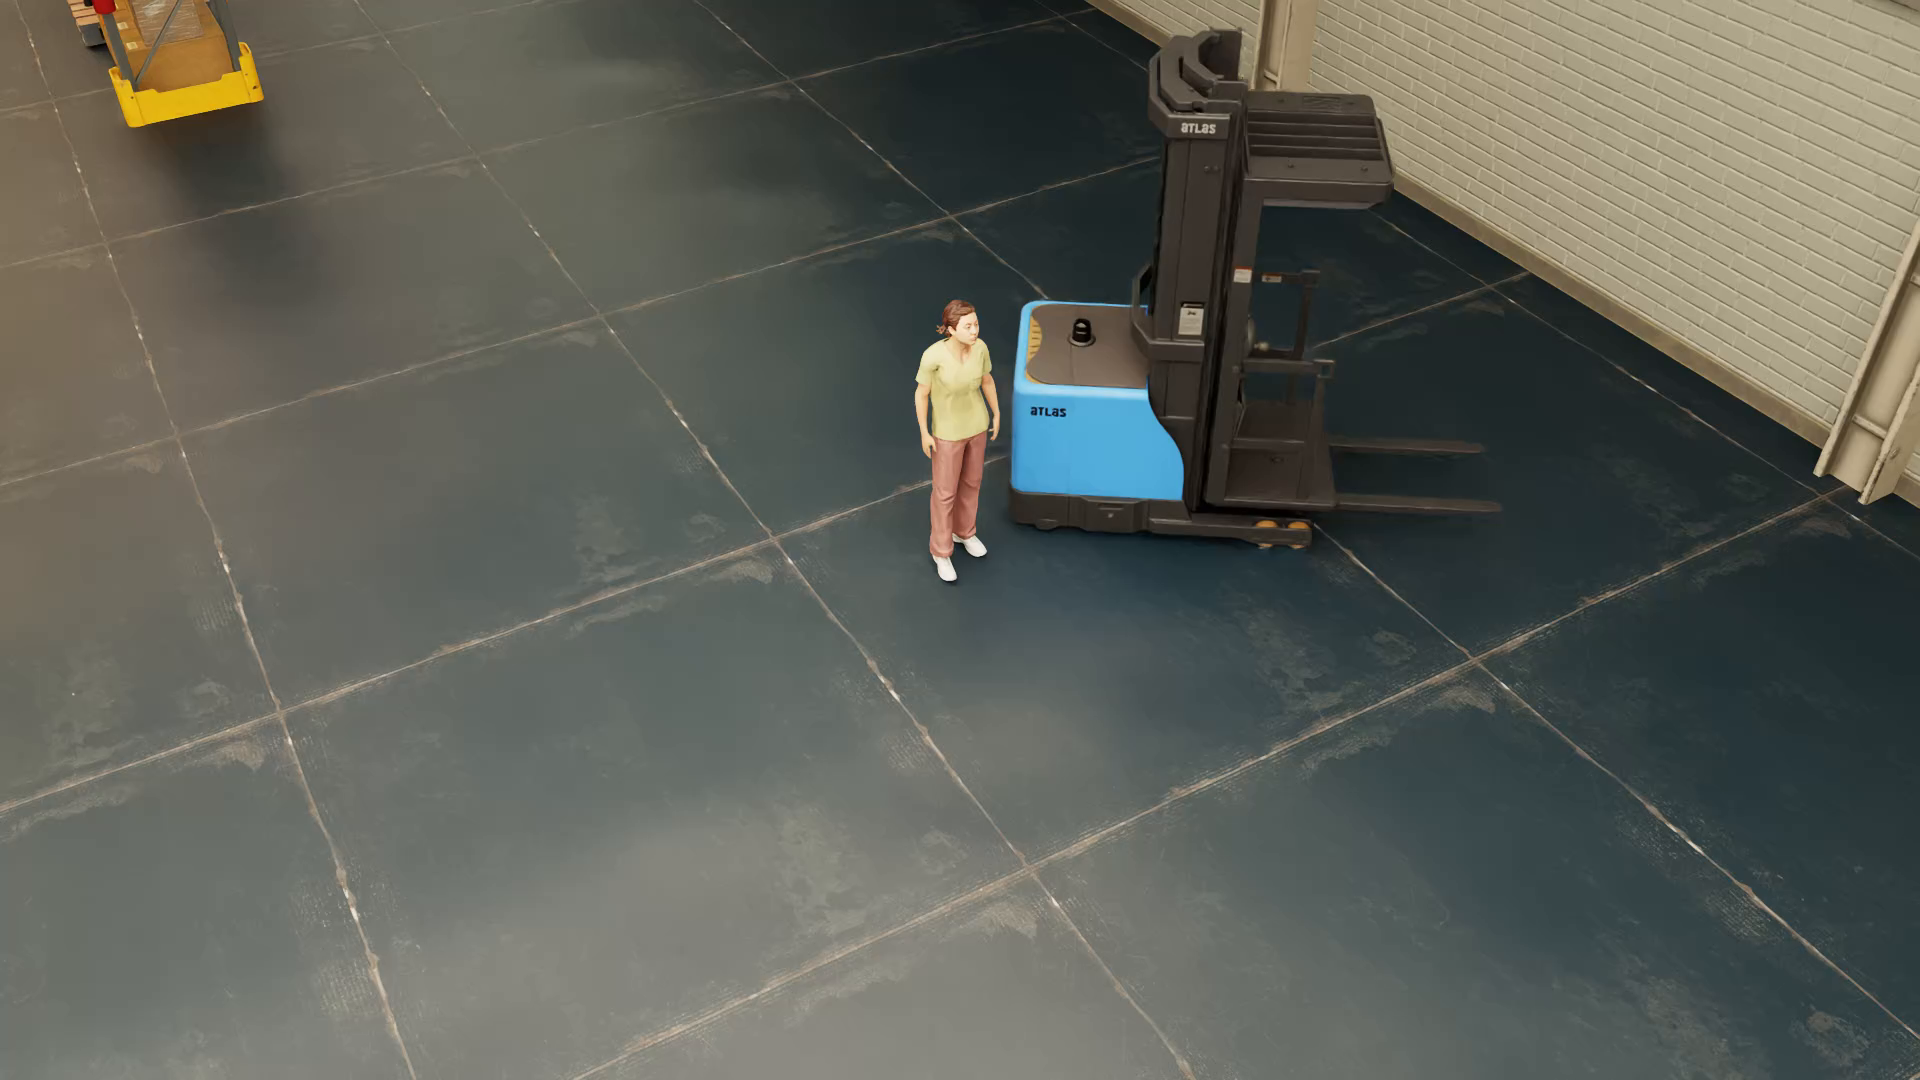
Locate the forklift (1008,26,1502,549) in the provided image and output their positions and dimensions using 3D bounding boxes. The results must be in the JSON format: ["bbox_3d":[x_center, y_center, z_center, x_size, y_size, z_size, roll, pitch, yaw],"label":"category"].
[{"bbox_3d":[1.845,-1.431,9.762,3.031,2.935,1.130,3,40,4],"label":"forklift"}]

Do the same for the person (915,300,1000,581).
[{"bbox_3d":[0.027,-0.606,9.738,0.553,1.673,0.548,-20,44,-23],"label":"person"}]
